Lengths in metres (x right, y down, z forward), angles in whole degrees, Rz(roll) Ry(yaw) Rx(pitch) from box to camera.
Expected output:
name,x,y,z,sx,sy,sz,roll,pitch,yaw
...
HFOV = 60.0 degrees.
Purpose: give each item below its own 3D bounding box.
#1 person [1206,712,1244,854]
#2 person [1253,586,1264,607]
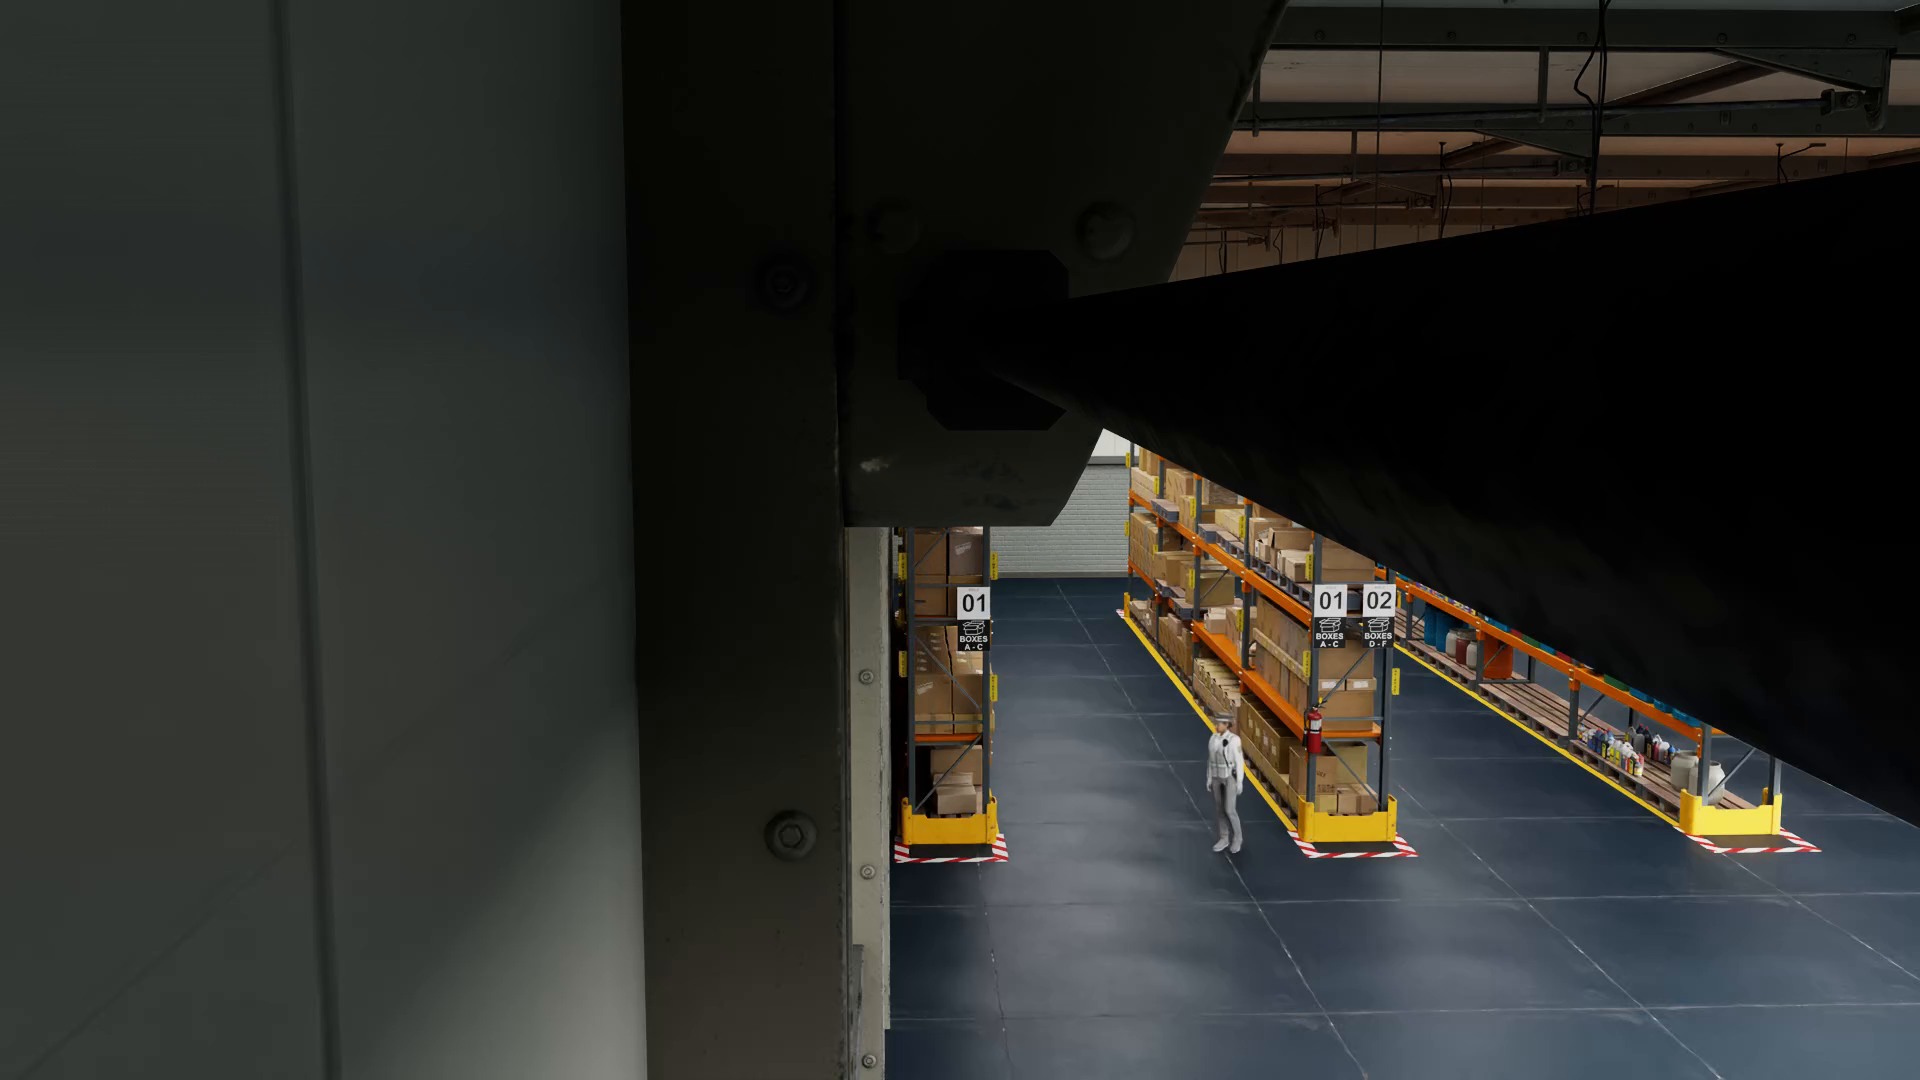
name,x,y,z,sx,sy,sz,roll,pitch,yaw
person,3.200,2.929,20.185,0.360,1.703,0.530,-6,10,-40
person,6.331,0.964,35.472,0.331,1.664,0.480,-3,8,-25
